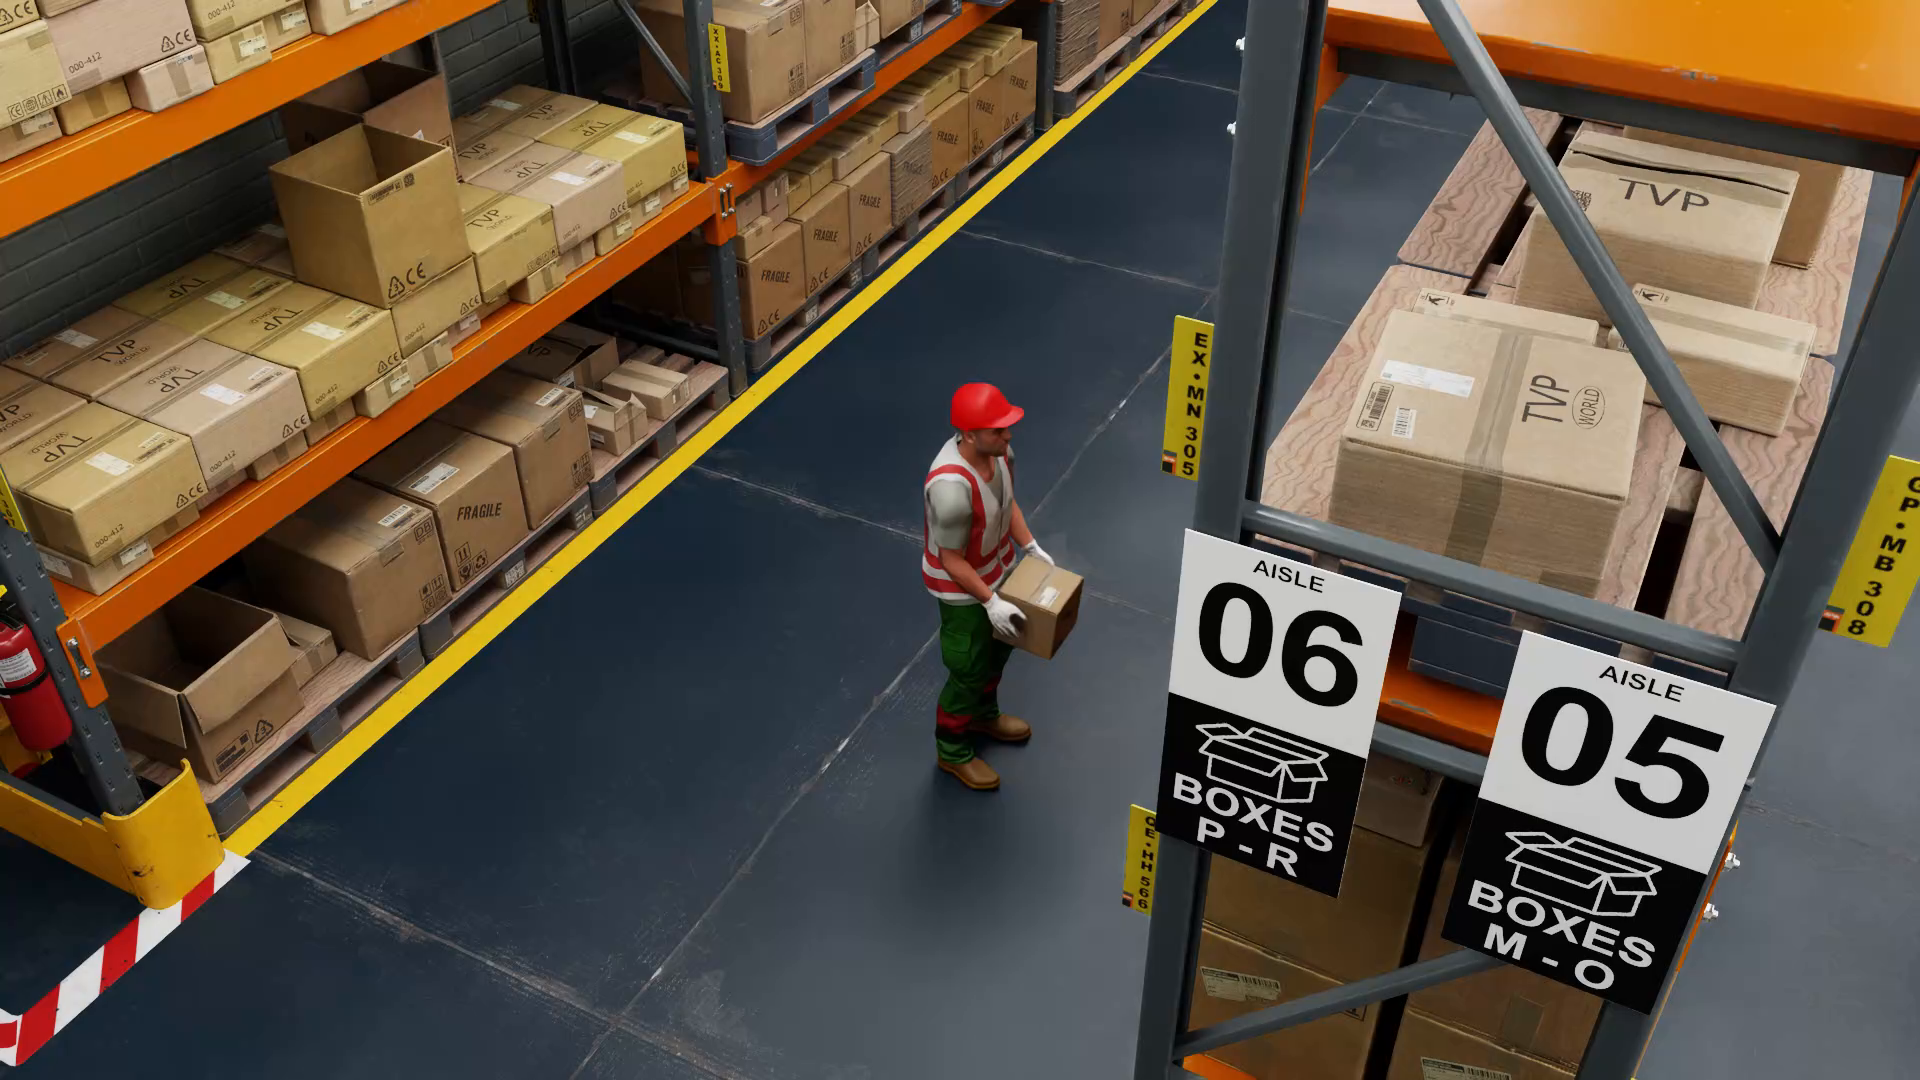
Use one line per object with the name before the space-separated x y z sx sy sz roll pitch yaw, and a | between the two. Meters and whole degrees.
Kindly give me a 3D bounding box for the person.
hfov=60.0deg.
person | 0.098 0.161 6.529 0.453 1.778 0.616 15 40 19
